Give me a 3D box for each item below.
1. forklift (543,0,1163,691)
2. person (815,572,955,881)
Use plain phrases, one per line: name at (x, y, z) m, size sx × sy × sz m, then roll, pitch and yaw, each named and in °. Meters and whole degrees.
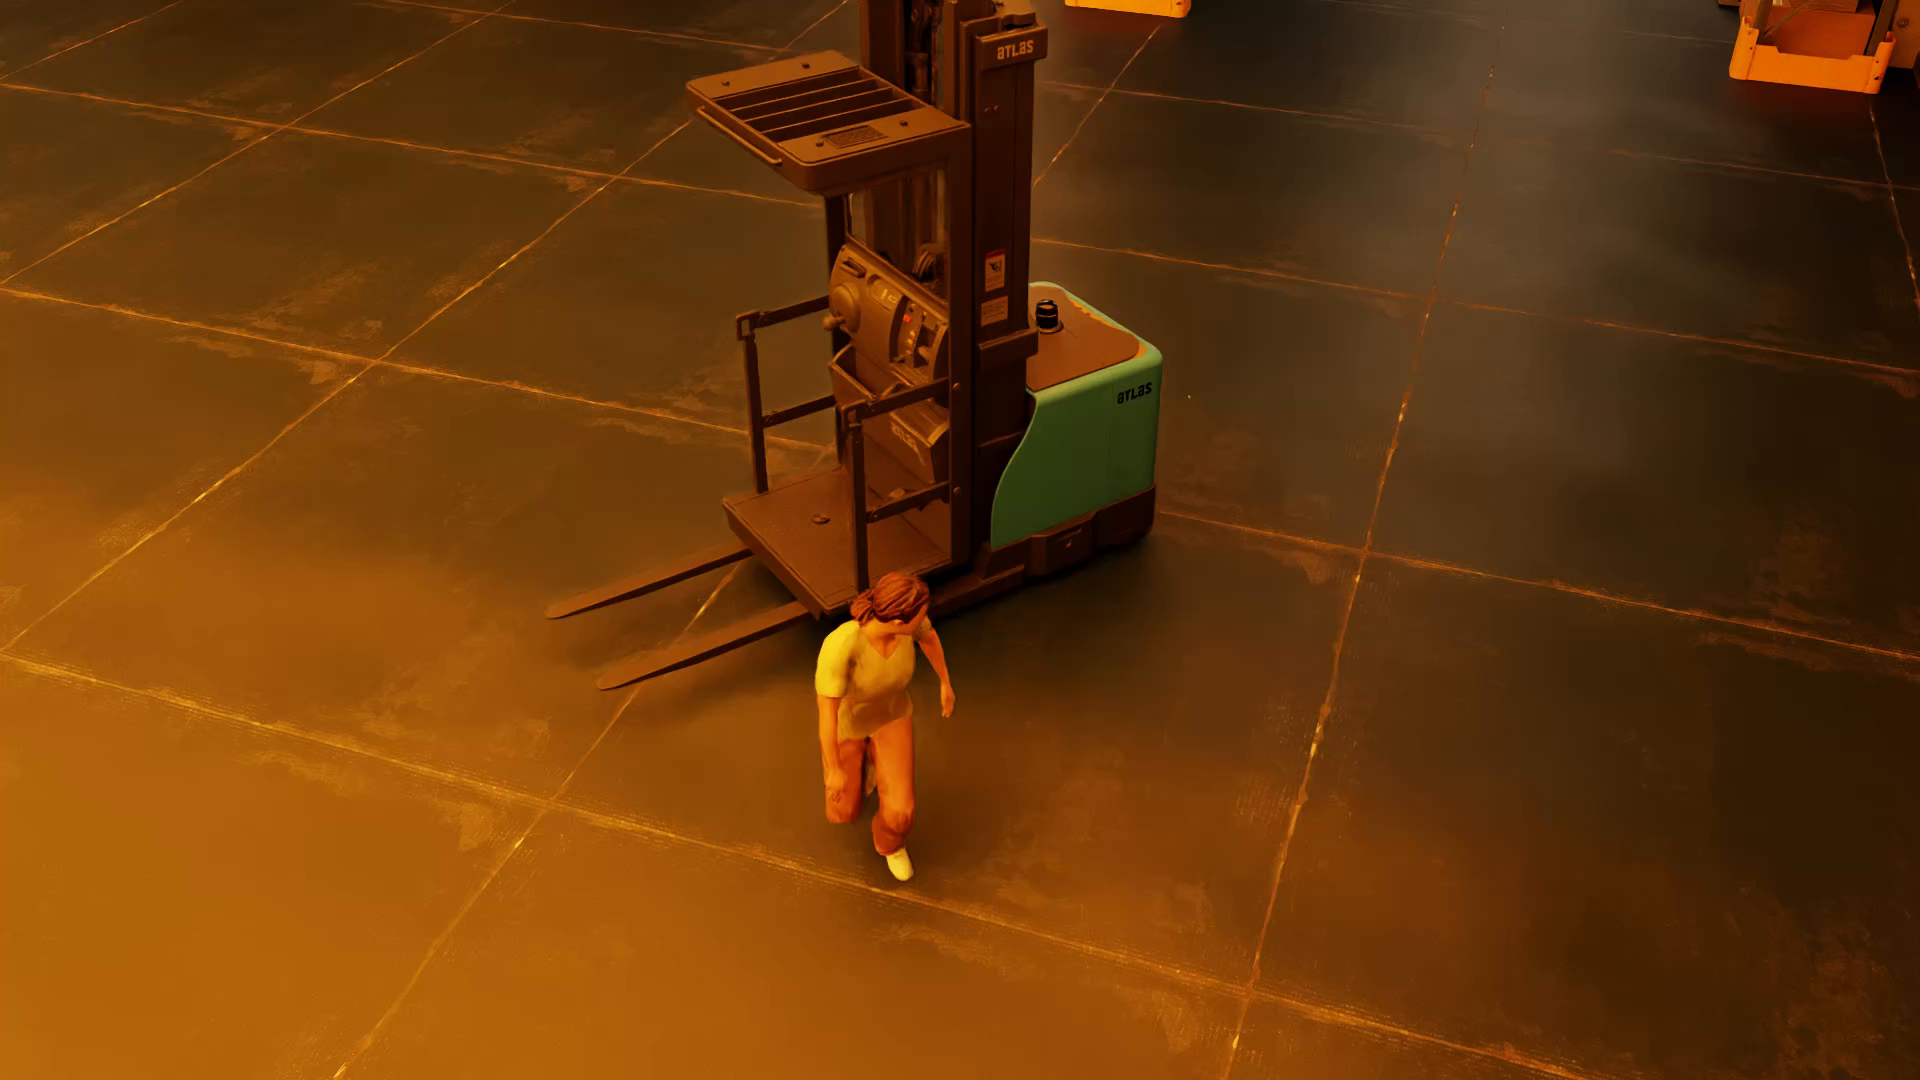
forklift at (-0.506, -0.996, 7.516) m, size 3.031 × 2.935 × 1.130 m, roll -21°, pitch 40°, yaw -27°
person at (-0.298, 0.651, 6.494) m, size 0.609 × 1.464 × 0.700 m, roll -10°, pitch 37°, yaw -14°
